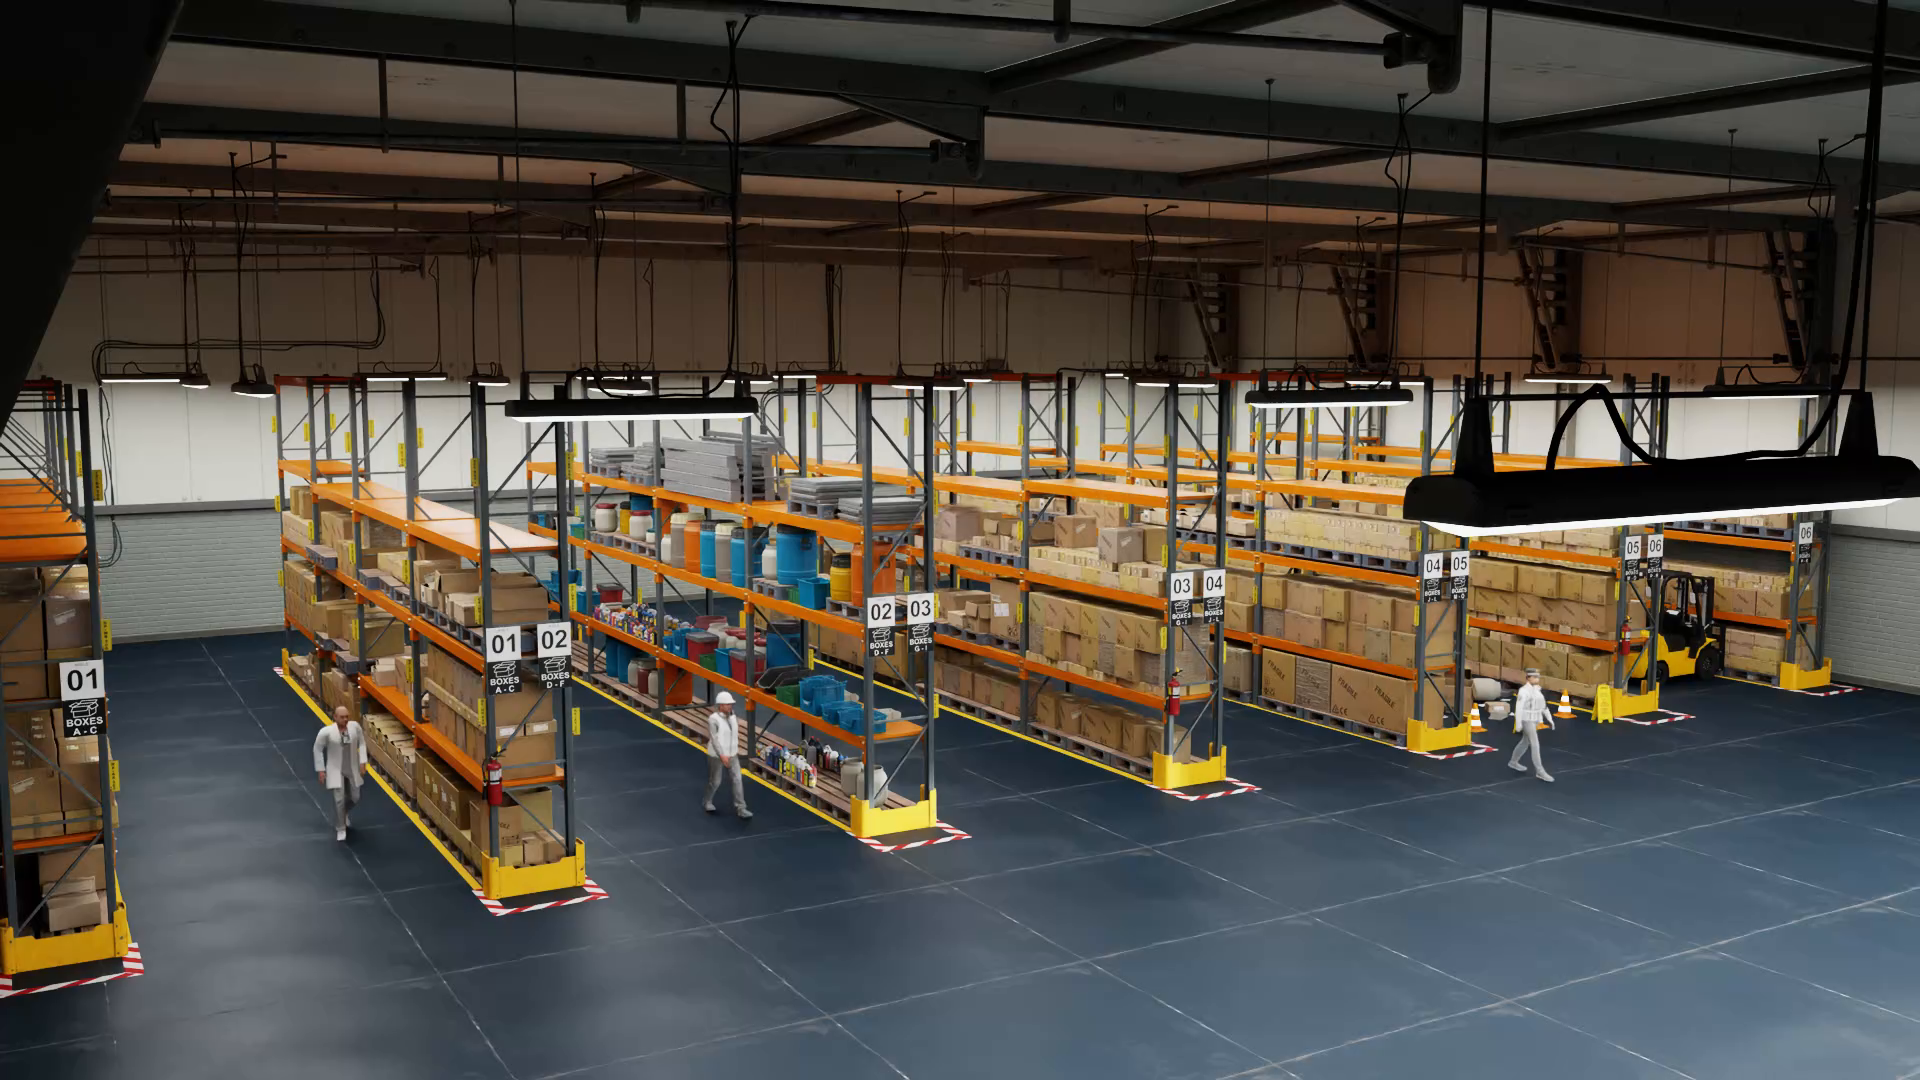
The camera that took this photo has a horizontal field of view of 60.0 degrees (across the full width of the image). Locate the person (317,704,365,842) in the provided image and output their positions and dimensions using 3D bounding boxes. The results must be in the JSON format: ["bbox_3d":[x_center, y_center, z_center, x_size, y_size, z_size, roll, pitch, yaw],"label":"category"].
[{"bbox_3d":[-8.204,3.047,22.050,0.666,1.787,0.692,4,8,36],"label":"person"}]

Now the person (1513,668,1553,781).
[{"bbox_3d":[8.657,2.748,25.197,0.502,1.669,0.824,-2,7,-20],"label":"person"}]

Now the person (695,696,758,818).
[{"bbox_3d":[-3.207,2.994,23.026,1.035,1.674,0.511,4,7,31],"label":"person"}]
